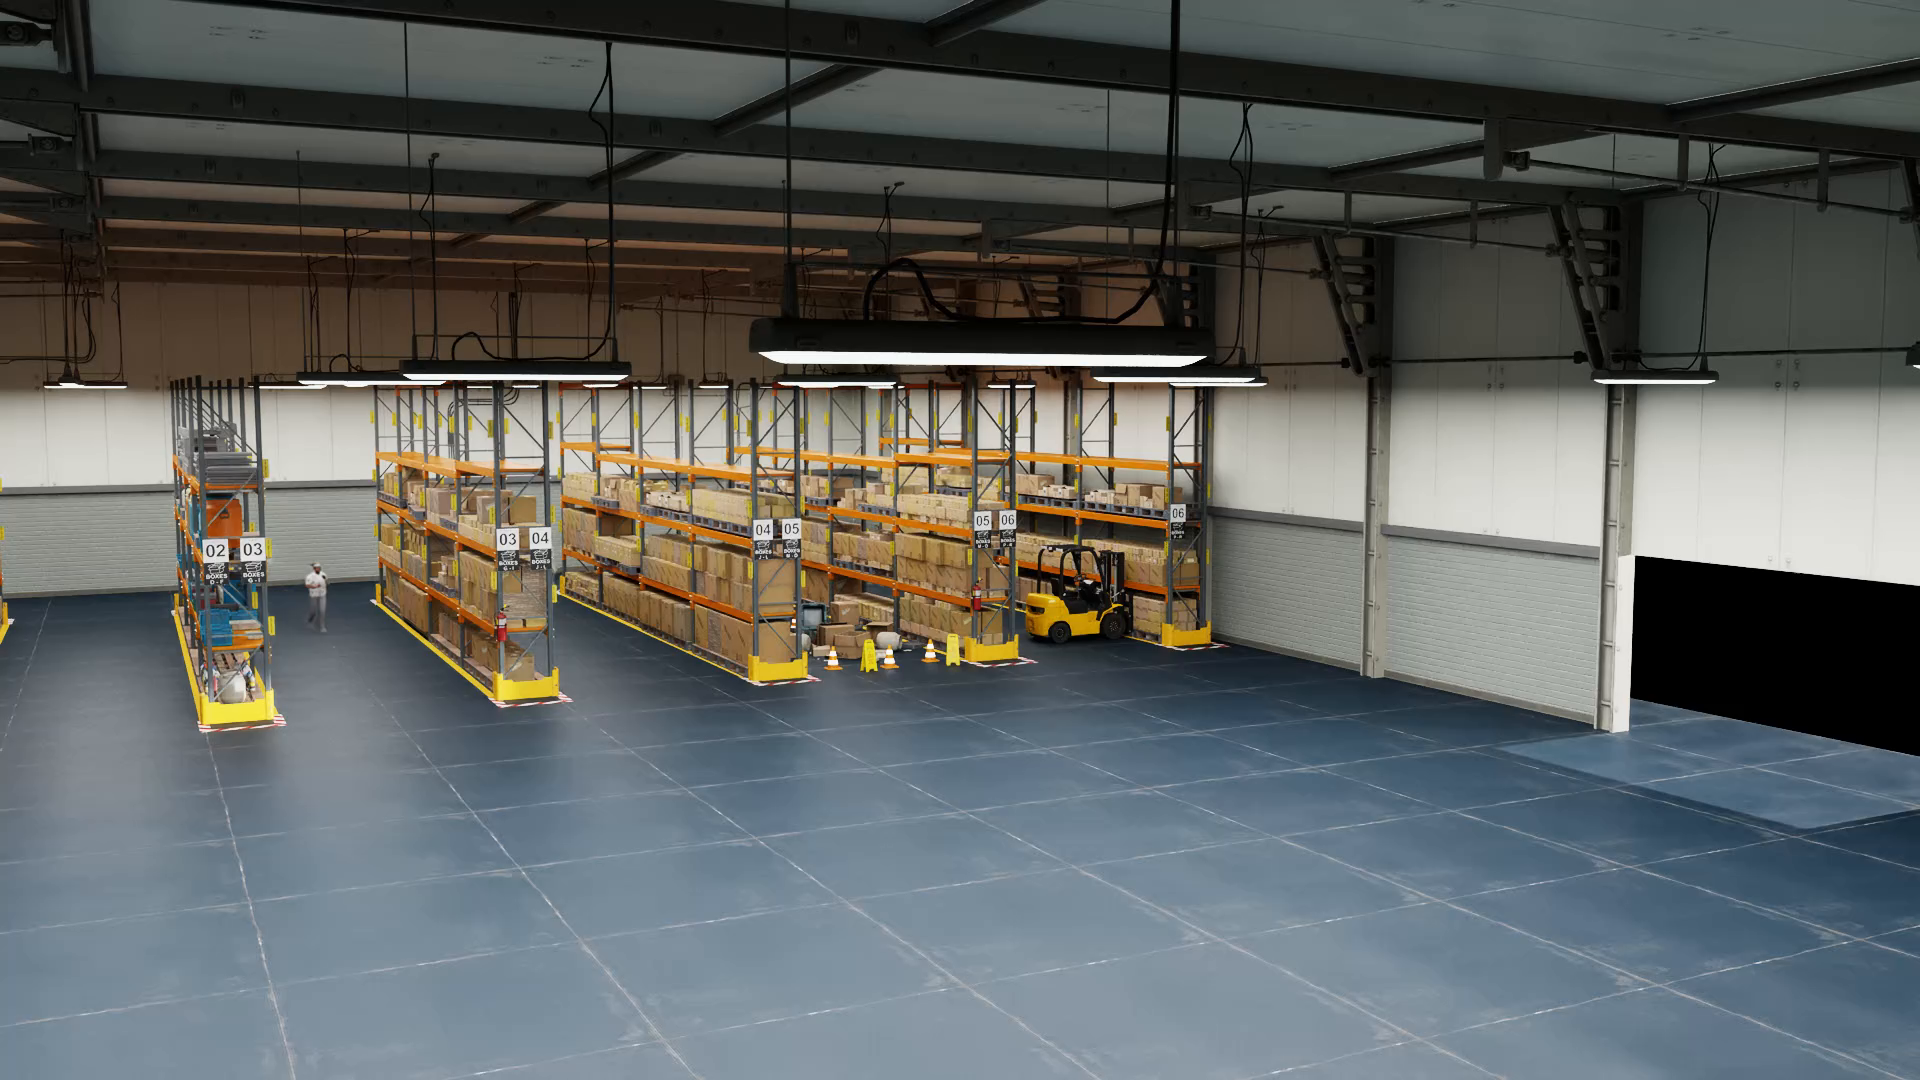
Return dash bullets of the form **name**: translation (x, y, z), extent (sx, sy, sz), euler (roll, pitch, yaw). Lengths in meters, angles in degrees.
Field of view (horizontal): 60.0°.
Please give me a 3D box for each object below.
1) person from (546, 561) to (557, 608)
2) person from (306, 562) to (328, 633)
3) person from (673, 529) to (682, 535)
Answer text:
- **person**: translation (-10.846, 1.080, 43.601), extent (0.540, 1.581, 0.630), euler (-2, 6, -23)
- **person**: translation (-15.281, 1.340, 39.523), extent (0.573, 1.684, 0.938), euler (-4, 7, -40)
- **person**: translation (-8.249, 0.463, 50.407), extent (1.004, 1.634, 0.598), euler (-3, 6, -30)
